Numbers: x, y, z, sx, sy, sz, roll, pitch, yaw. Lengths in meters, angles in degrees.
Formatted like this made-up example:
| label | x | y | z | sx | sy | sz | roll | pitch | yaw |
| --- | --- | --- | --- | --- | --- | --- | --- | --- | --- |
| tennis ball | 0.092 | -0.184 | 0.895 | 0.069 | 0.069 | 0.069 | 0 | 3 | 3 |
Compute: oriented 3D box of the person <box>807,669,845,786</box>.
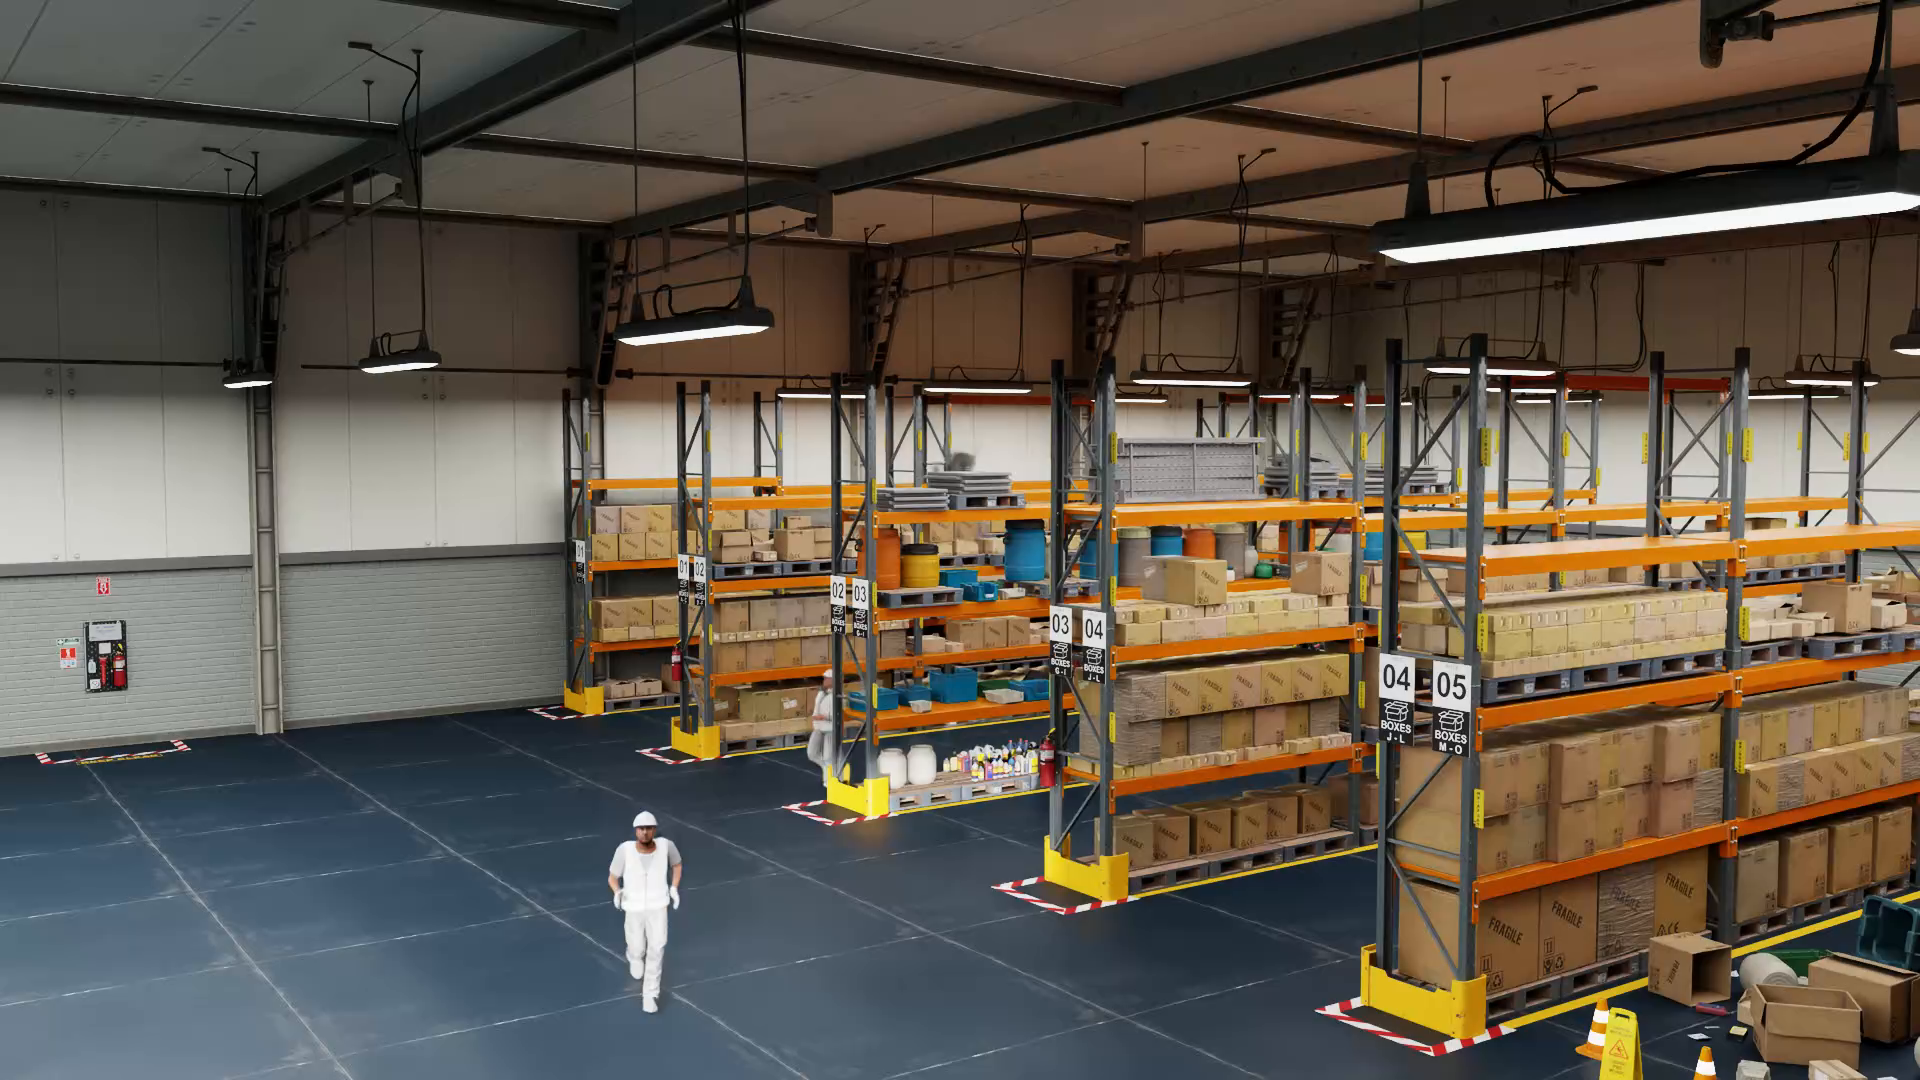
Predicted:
| label | x | y | z | sx | sy | sz | roll | pitch | yaw |
| --- | --- | --- | --- | --- | --- | --- | --- | --- | --- |
| person | -1.960 | 2.739 | 24.189 | 0.660 | 1.729 | 0.599 | 3 | 5 | 39 |

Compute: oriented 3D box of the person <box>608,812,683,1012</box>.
| label | x | y | z | sx | sy | sz | roll | pitch | yaw |
| --- | --- | --- | --- | --- | --- | --- | --- | --- | --- |
| person | -2.854 | 3.316 | 15.129 | 0.671 | 1.753 | 0.857 | -1 | 4 | -13 |
